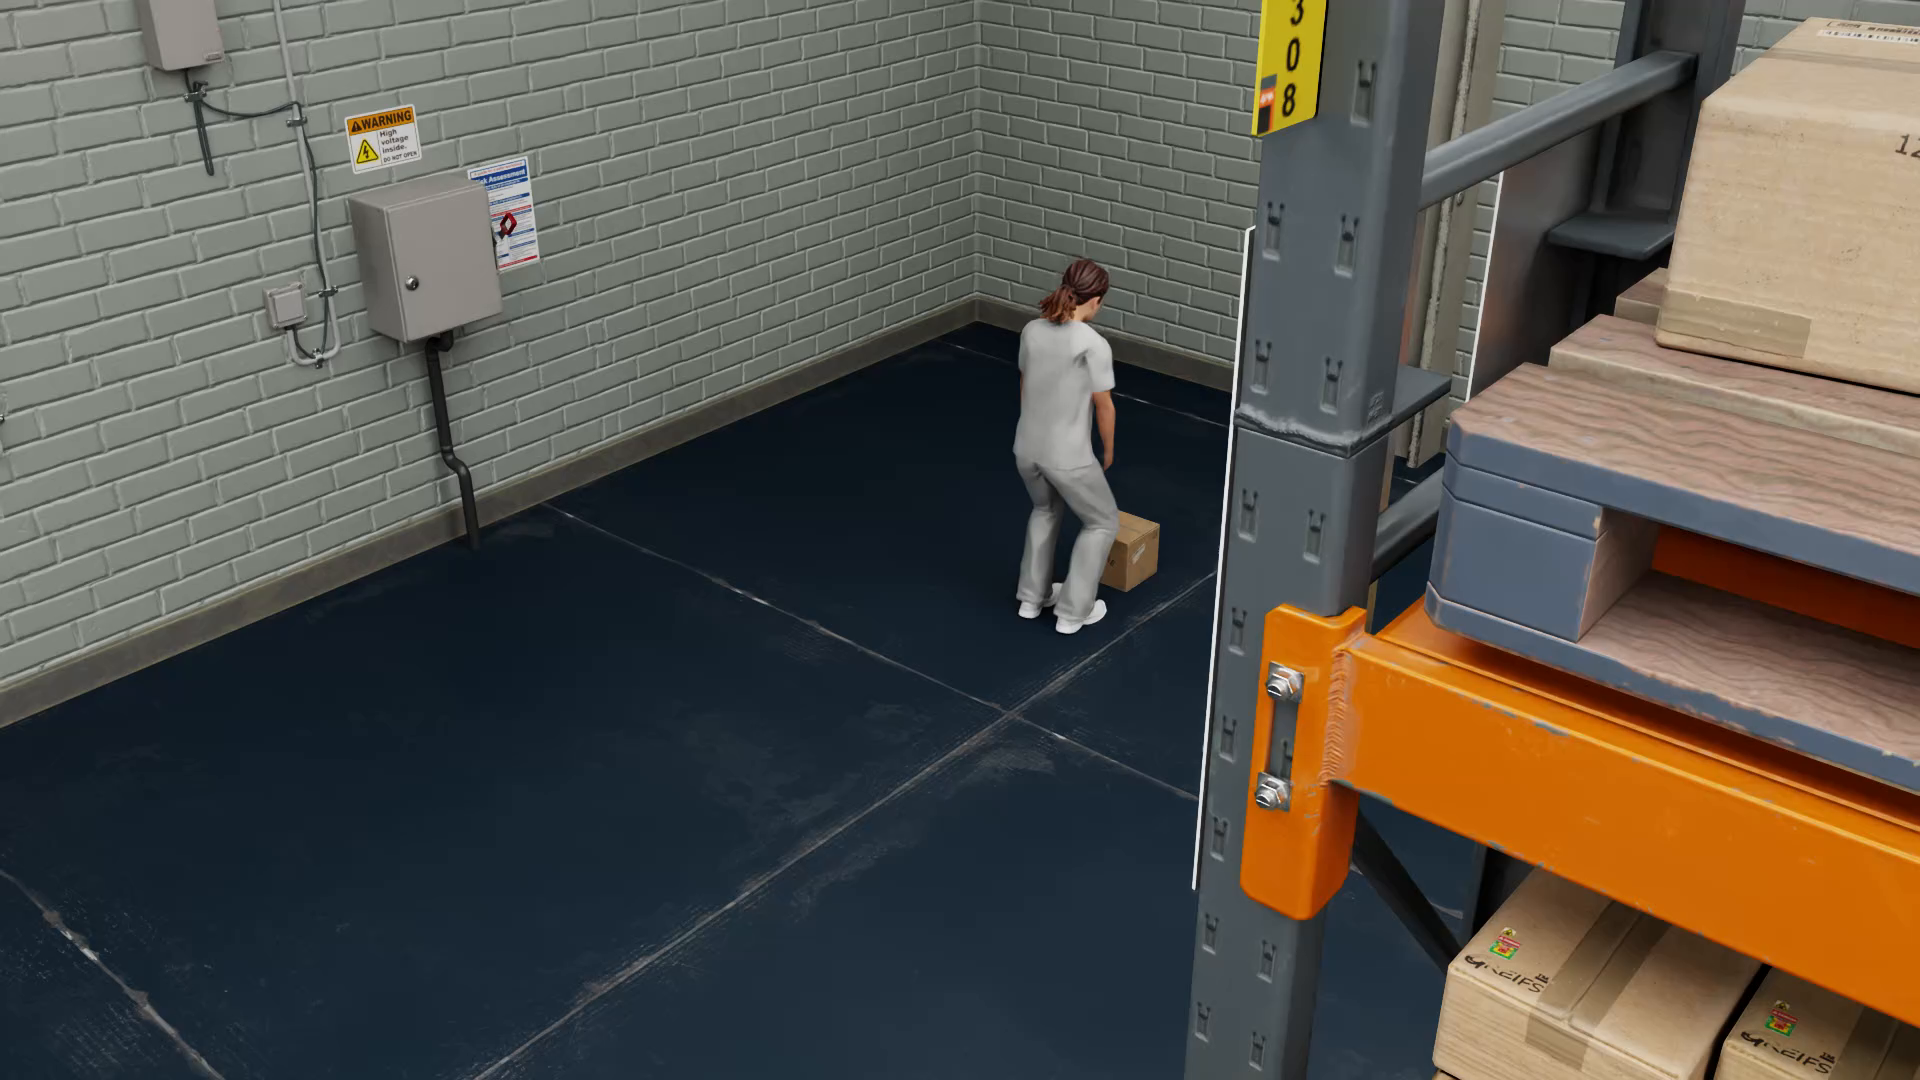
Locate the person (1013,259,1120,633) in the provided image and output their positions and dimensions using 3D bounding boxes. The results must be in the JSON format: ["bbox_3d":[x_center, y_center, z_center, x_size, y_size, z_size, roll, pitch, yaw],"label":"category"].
[{"bbox_3d":[0.430,-0.385,6.983,0.475,1.573,0.467,22,34,35],"label":"person"}]
